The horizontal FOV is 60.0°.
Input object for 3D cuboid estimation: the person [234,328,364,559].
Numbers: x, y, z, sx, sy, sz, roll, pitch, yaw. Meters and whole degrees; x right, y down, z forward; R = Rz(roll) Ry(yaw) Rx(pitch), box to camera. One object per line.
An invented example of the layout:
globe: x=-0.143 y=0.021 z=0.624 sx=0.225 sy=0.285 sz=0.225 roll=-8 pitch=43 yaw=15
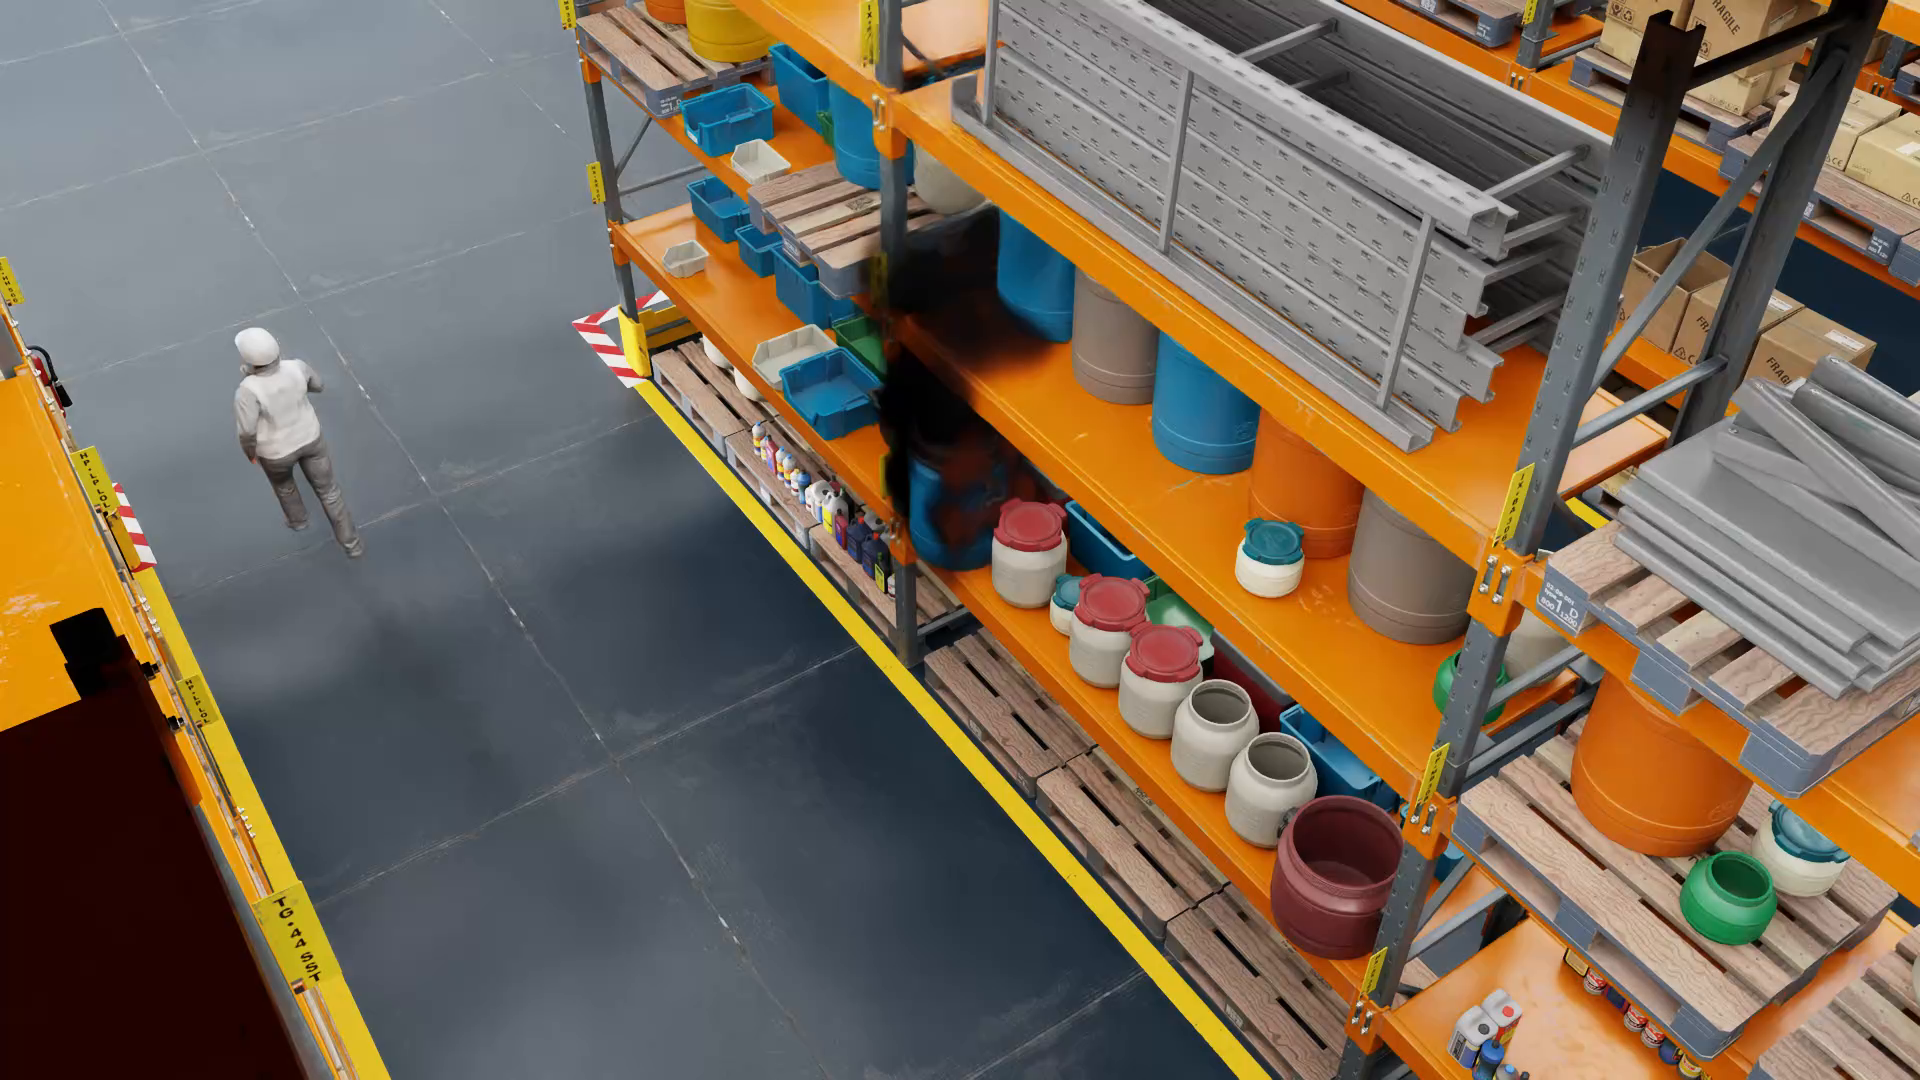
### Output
person: x=-4.359 y=-0.632 z=10.832 sx=0.691 sy=1.798 sz=0.881 roll=-33 pitch=52 yaw=-30
